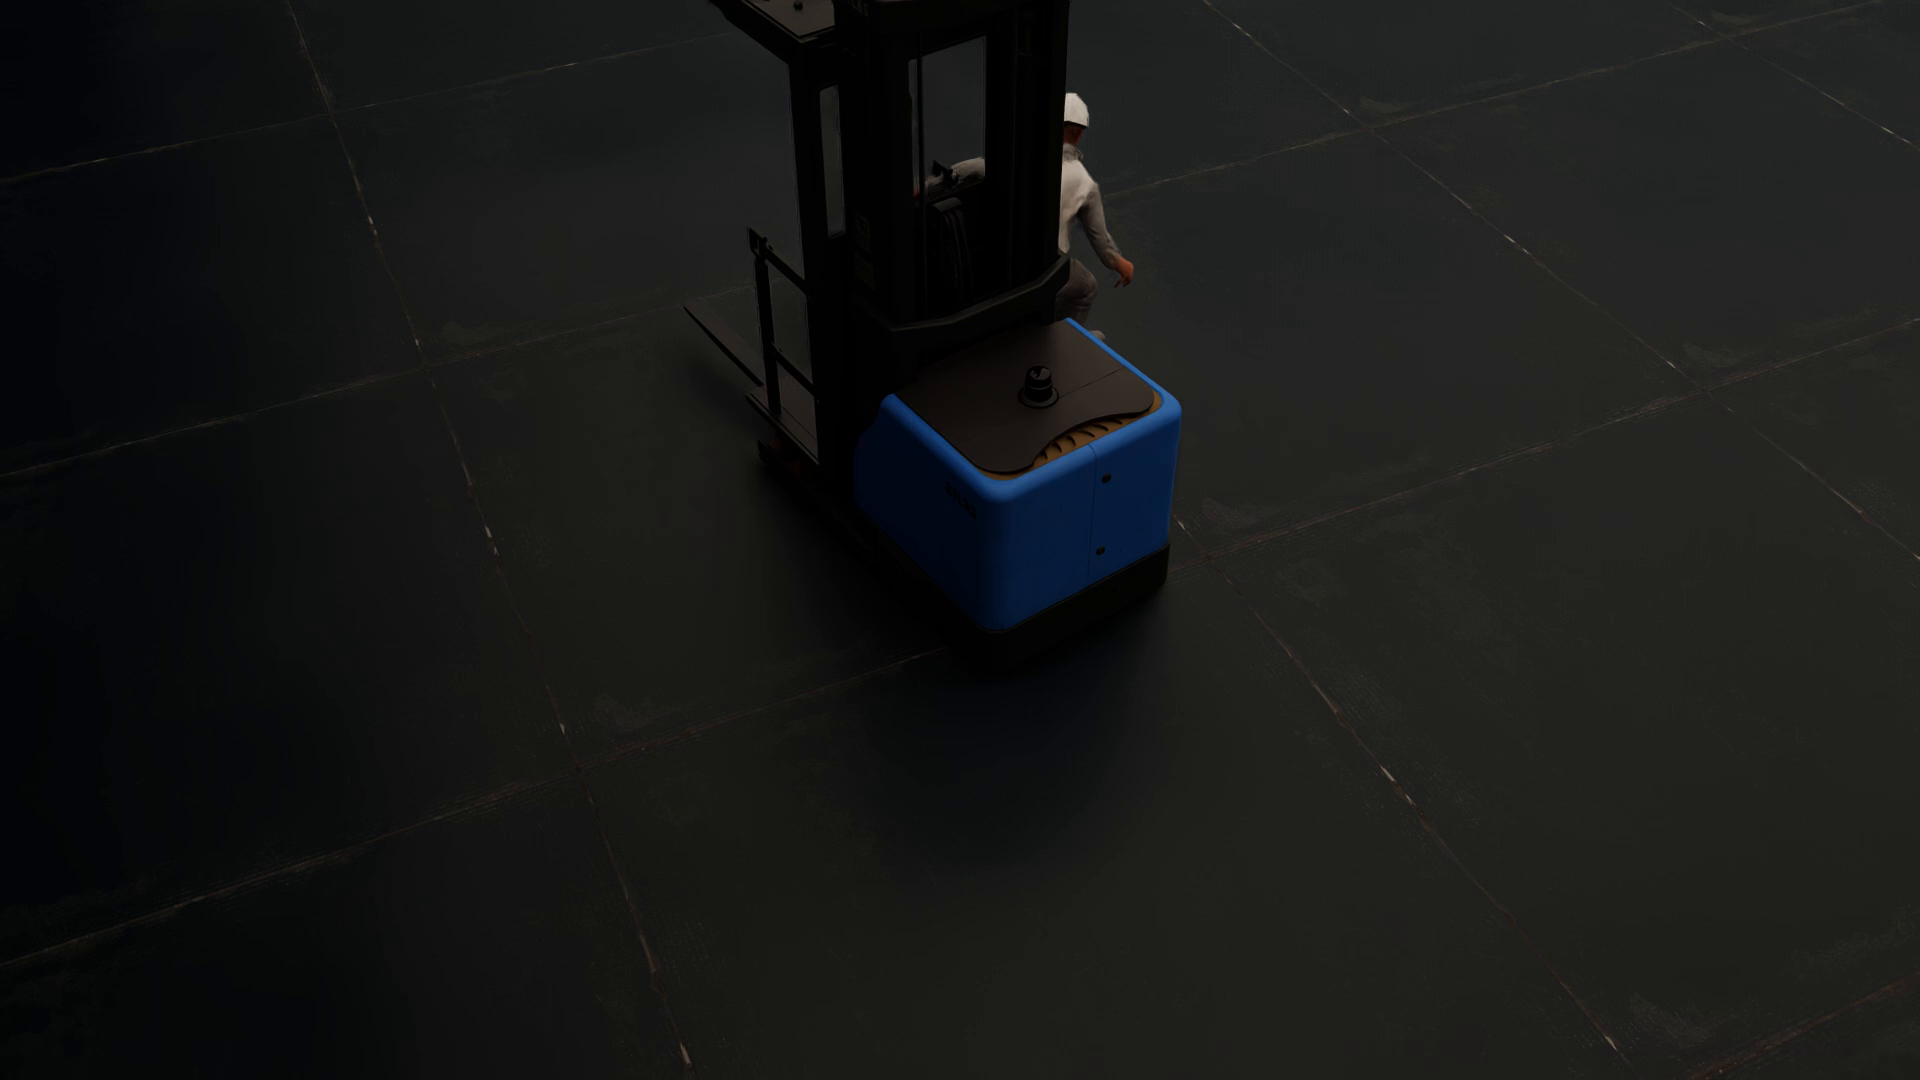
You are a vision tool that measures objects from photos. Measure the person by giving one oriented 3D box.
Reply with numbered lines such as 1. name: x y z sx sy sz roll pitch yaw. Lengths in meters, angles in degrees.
1. person: 0.285 -1.422 8.217 1.160 1.559 0.702 5 43 6

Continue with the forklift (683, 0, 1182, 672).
1. forklift: -0.328 -1.474 7.260 1.130 2.935 3.031 -26 49 -25
